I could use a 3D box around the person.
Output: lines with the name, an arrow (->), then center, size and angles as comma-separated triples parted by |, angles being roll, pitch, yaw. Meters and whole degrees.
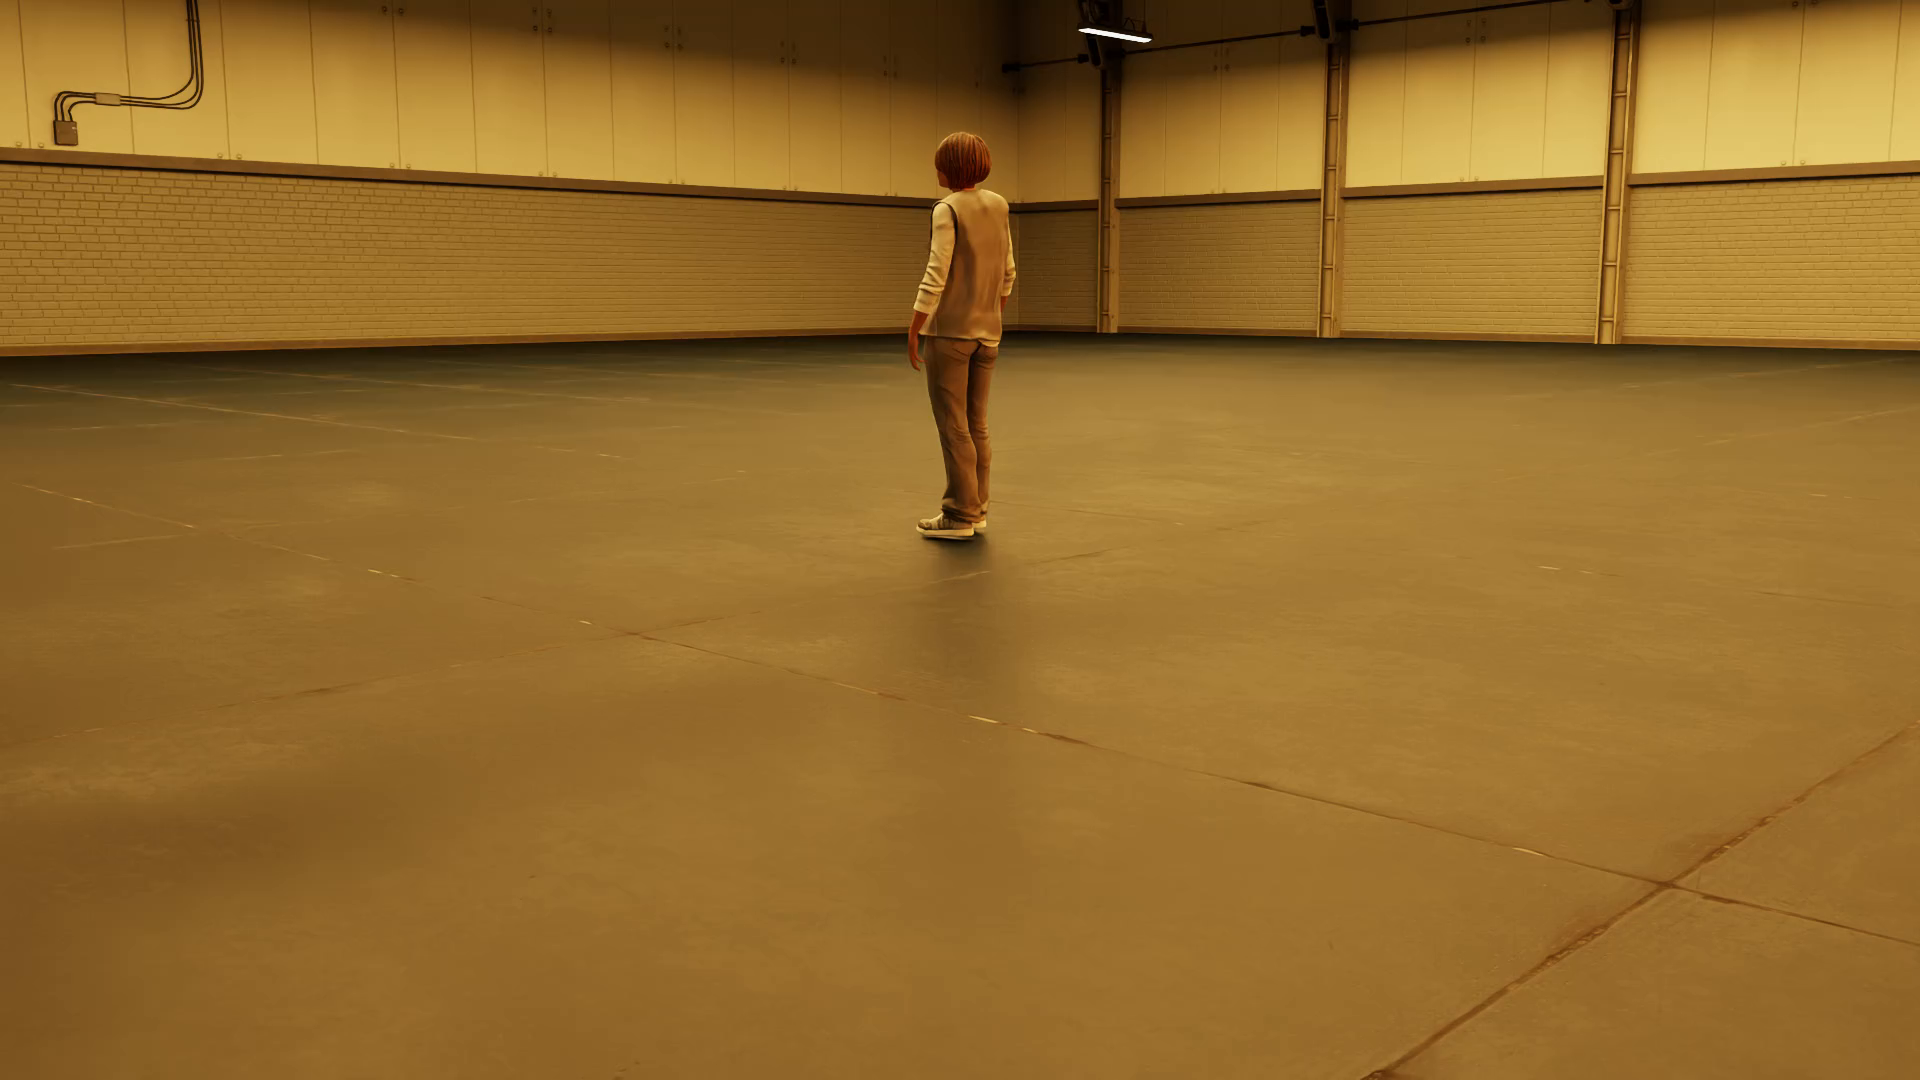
person -> -0.043, -0.806, 6.658 | 0.475, 1.597, 0.520 | 8, 12, 43
